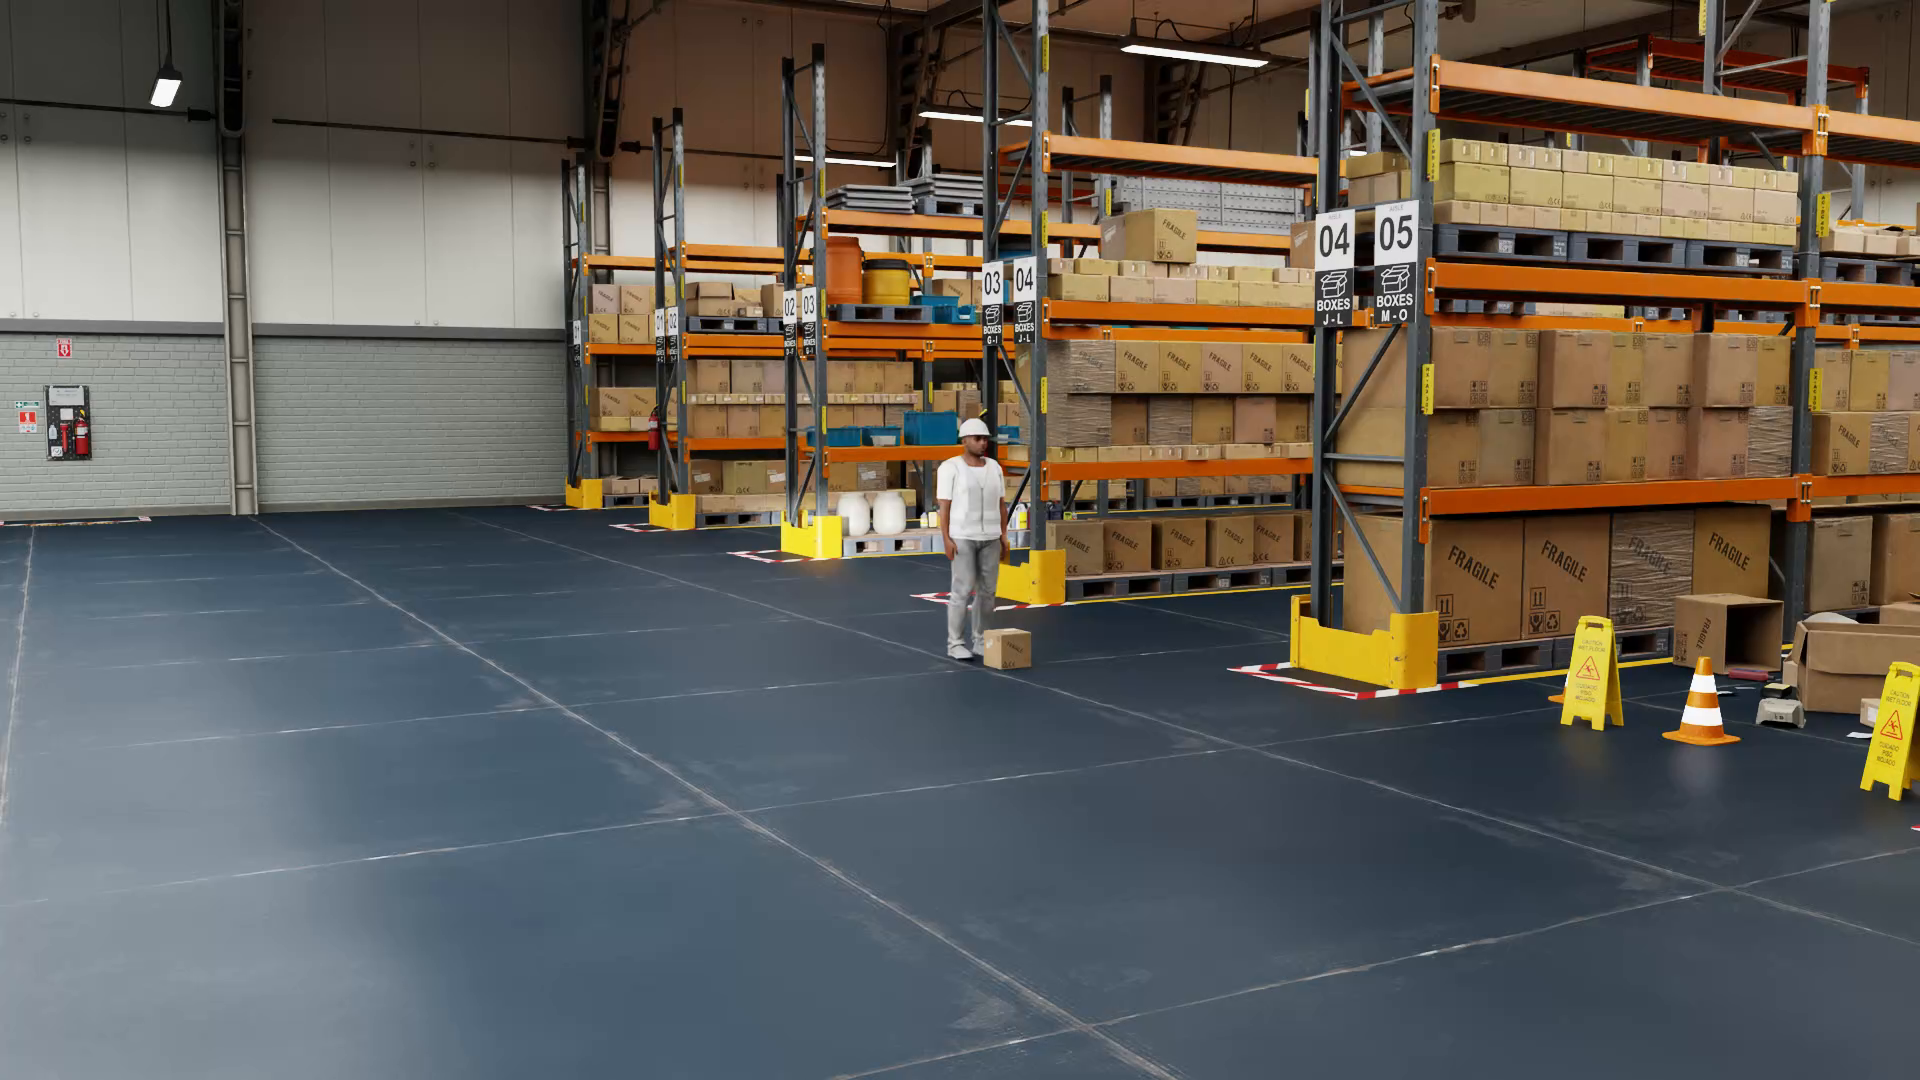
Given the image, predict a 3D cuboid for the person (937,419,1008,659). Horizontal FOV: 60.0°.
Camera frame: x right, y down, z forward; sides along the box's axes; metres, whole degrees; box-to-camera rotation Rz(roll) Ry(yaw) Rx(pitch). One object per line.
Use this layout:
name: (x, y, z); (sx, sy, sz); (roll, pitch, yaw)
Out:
person: (0.113, 0.006, 12.268); (0.562, 1.794, 0.372); (-3, 6, -27)
